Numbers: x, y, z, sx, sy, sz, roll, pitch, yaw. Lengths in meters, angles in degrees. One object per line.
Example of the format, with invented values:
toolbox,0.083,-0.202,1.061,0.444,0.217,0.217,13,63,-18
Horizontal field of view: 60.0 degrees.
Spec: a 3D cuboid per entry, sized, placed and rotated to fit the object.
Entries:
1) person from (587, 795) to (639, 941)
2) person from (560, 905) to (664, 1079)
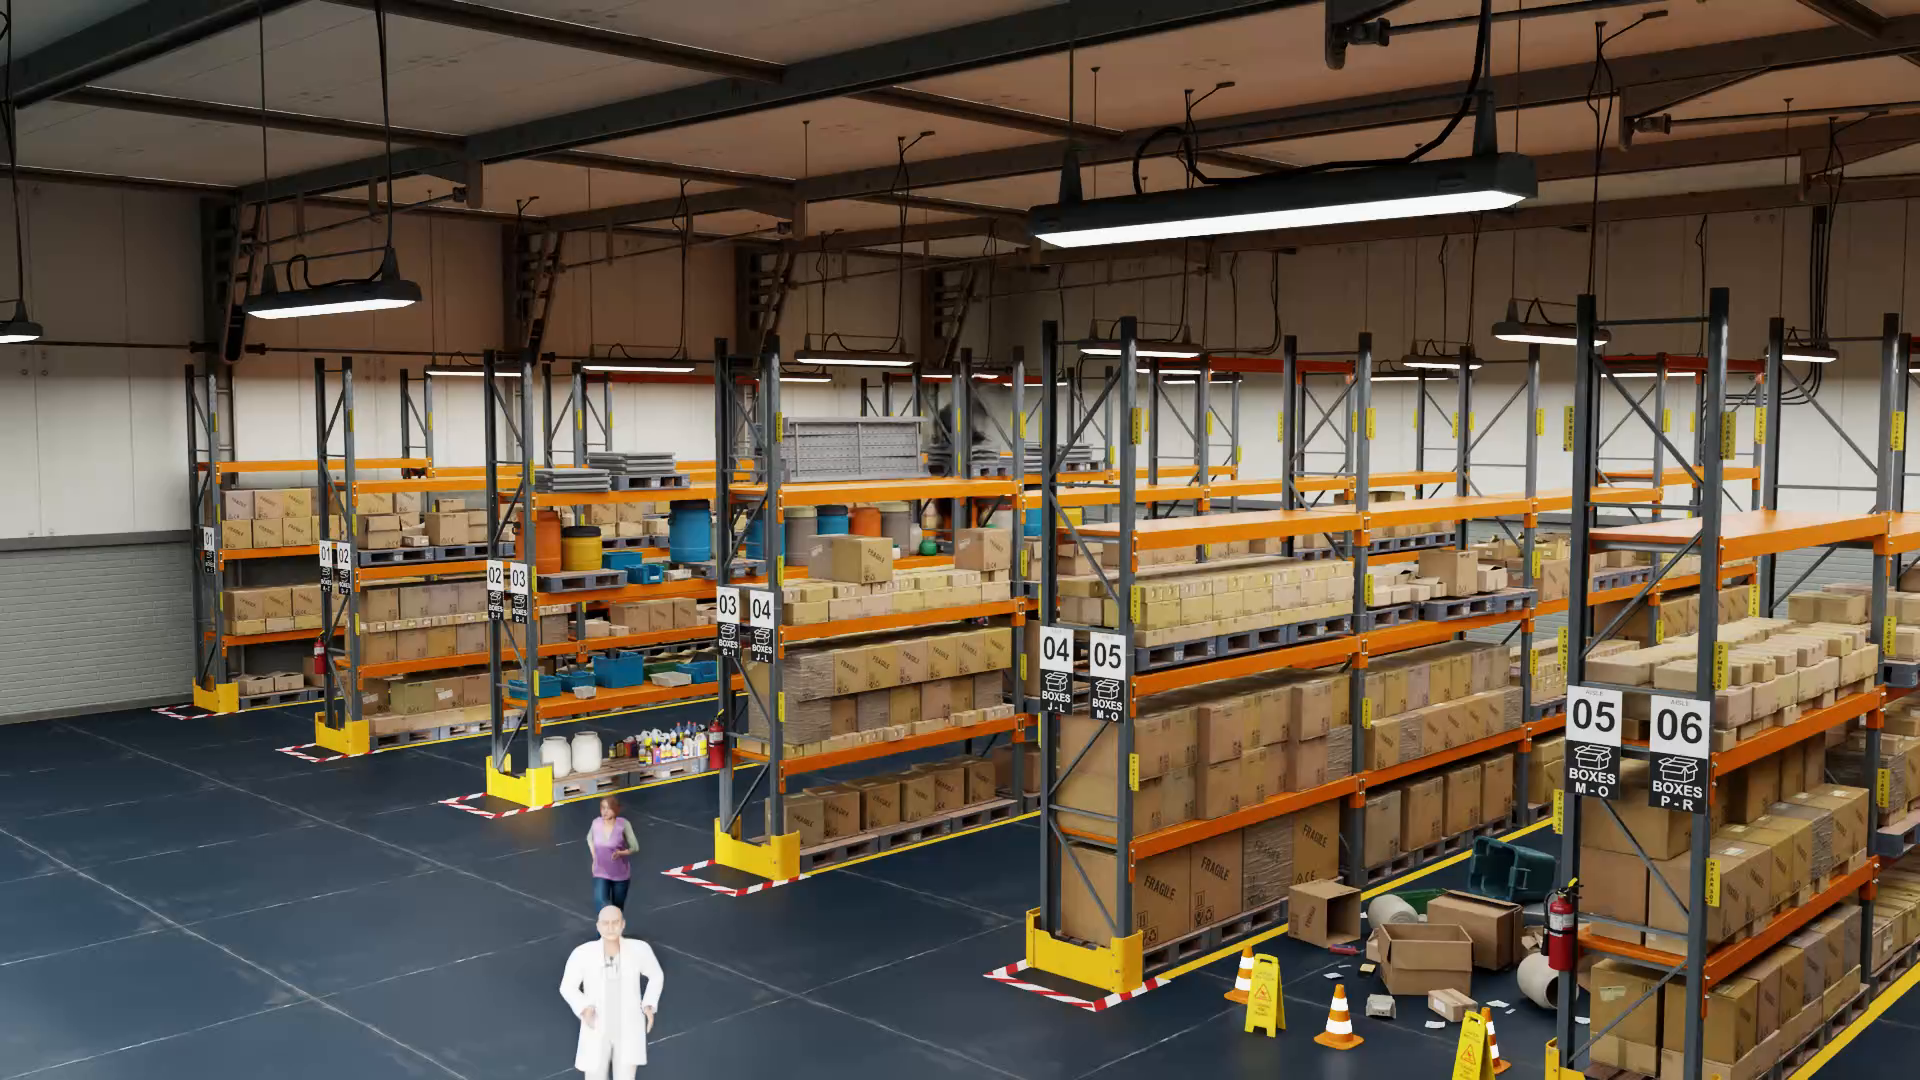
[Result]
person,-3.252,3.188,15.569,0.506,1.641,0.701,-1,4,-7
person,-2.419,3.409,11.610,0.717,1.731,0.803,-1,4,-12
